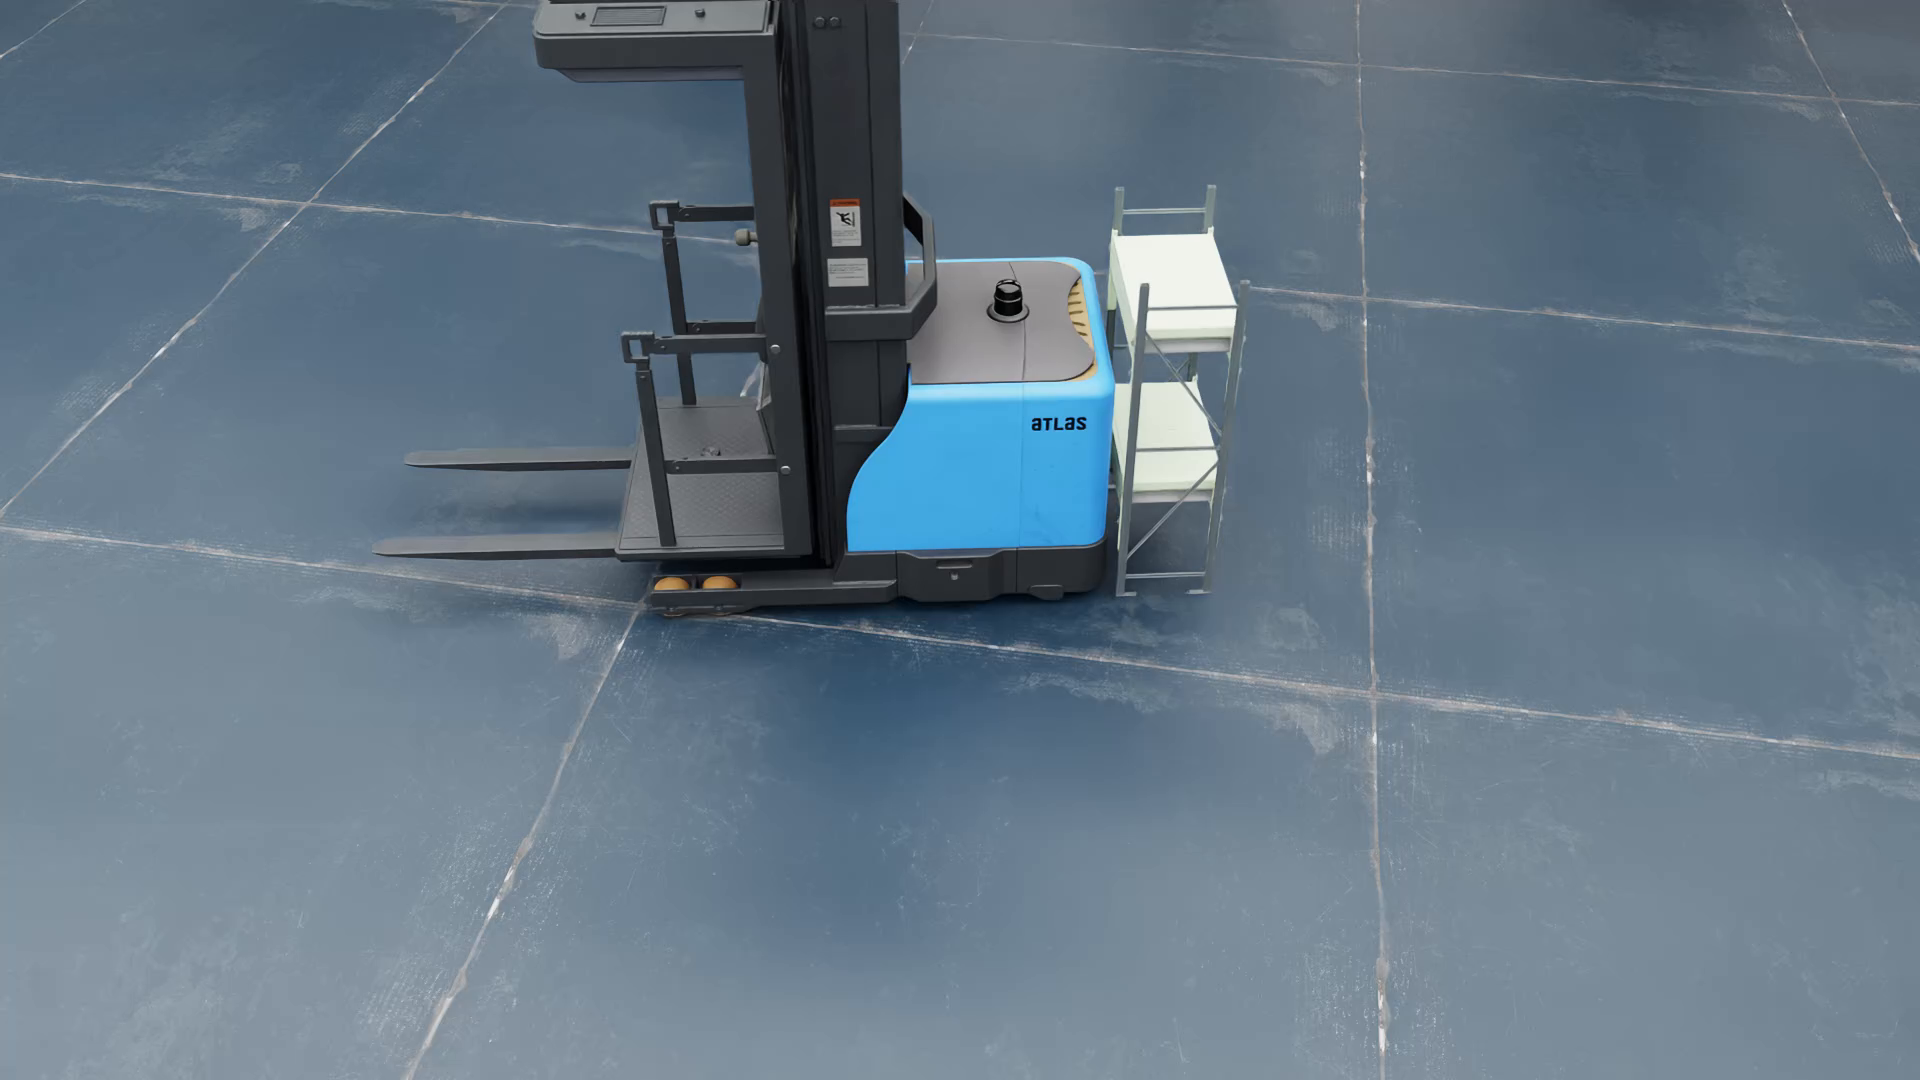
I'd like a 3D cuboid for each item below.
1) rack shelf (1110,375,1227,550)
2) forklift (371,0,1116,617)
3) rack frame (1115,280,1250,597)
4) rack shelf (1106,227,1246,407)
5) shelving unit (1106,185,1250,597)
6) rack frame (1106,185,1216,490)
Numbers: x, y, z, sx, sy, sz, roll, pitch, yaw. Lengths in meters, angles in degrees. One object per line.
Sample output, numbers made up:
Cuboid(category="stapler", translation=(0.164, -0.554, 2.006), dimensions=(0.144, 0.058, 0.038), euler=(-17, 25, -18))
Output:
Cuboid(category="rack shelf", translation=(0.834, -0.334, 6.988), dimensions=(0.431, 0.370, 0.720), euler=(-2, 40, -2))
Cuboid(category="forklift", translation=(-0.924, -1.158, 6.350), dimensions=(3.031, 2.935, 1.130), euler=(-1, 40, -2))
Cuboid(category="rack frame", translation=(0.852, -0.352, 6.499), dimensions=(0.400, 1.500, 0.023), euler=(-2, 40, -2))
Cuboid(category="rack shelf", translation=(0.834, -0.886, 6.532), dimensions=(0.431, 0.370, 0.720), euler=(-2, 40, -2))
Cuboid(category="shelving unit", translation=(0.834, -0.585, 6.781), dimensions=(0.431, 1.500, 0.755), euler=(-2, 40, -2))
Cuboid(category="rack frame", translation=(0.815, -0.818, 7.062), dimensions=(0.400, 1.500, 0.023), euler=(-2, 40, -2))
